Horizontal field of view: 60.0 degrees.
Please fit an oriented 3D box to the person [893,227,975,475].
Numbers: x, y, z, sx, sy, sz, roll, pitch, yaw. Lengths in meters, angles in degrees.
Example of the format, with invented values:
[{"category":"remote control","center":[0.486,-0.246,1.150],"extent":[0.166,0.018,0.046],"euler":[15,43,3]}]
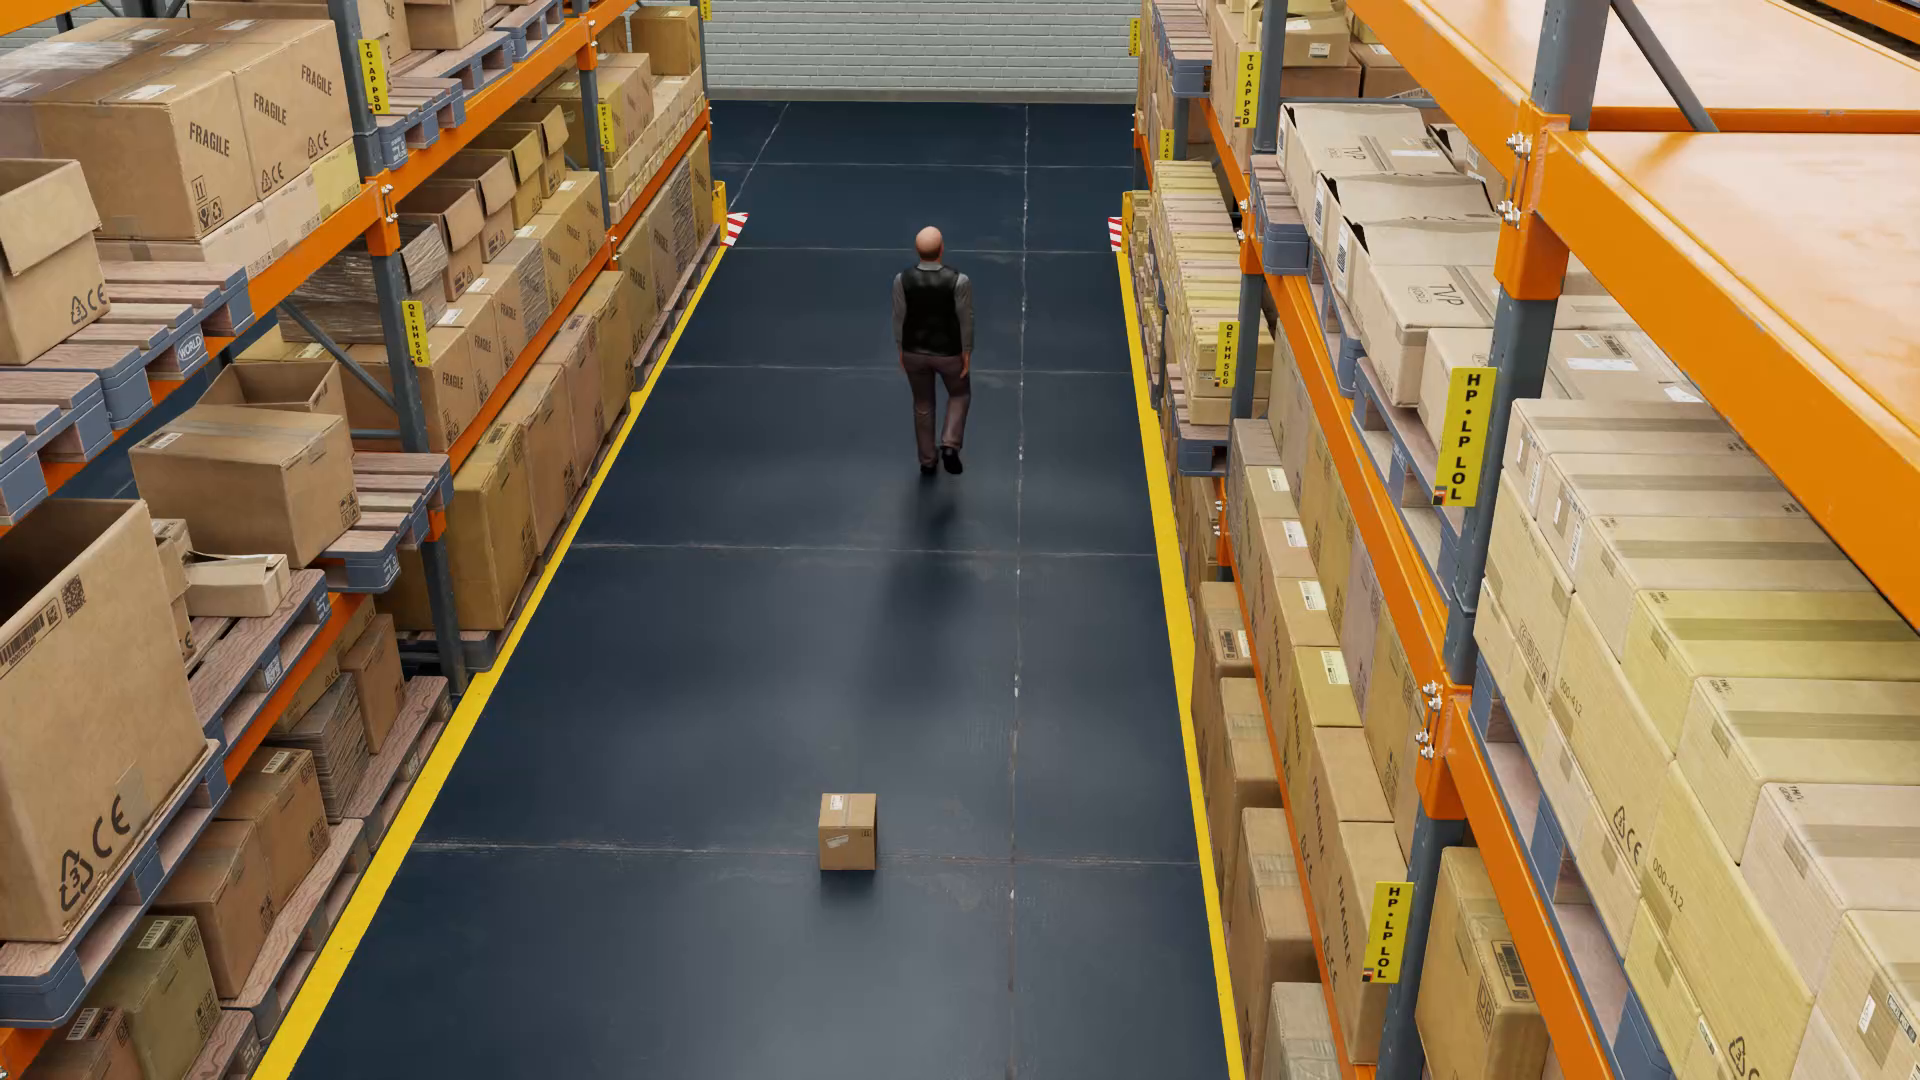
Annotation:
[{"category":"person","center":[-0.167,-1.226,10.929],"extent":[0.536,1.711,0.502],"euler":[3,28,6]}]
